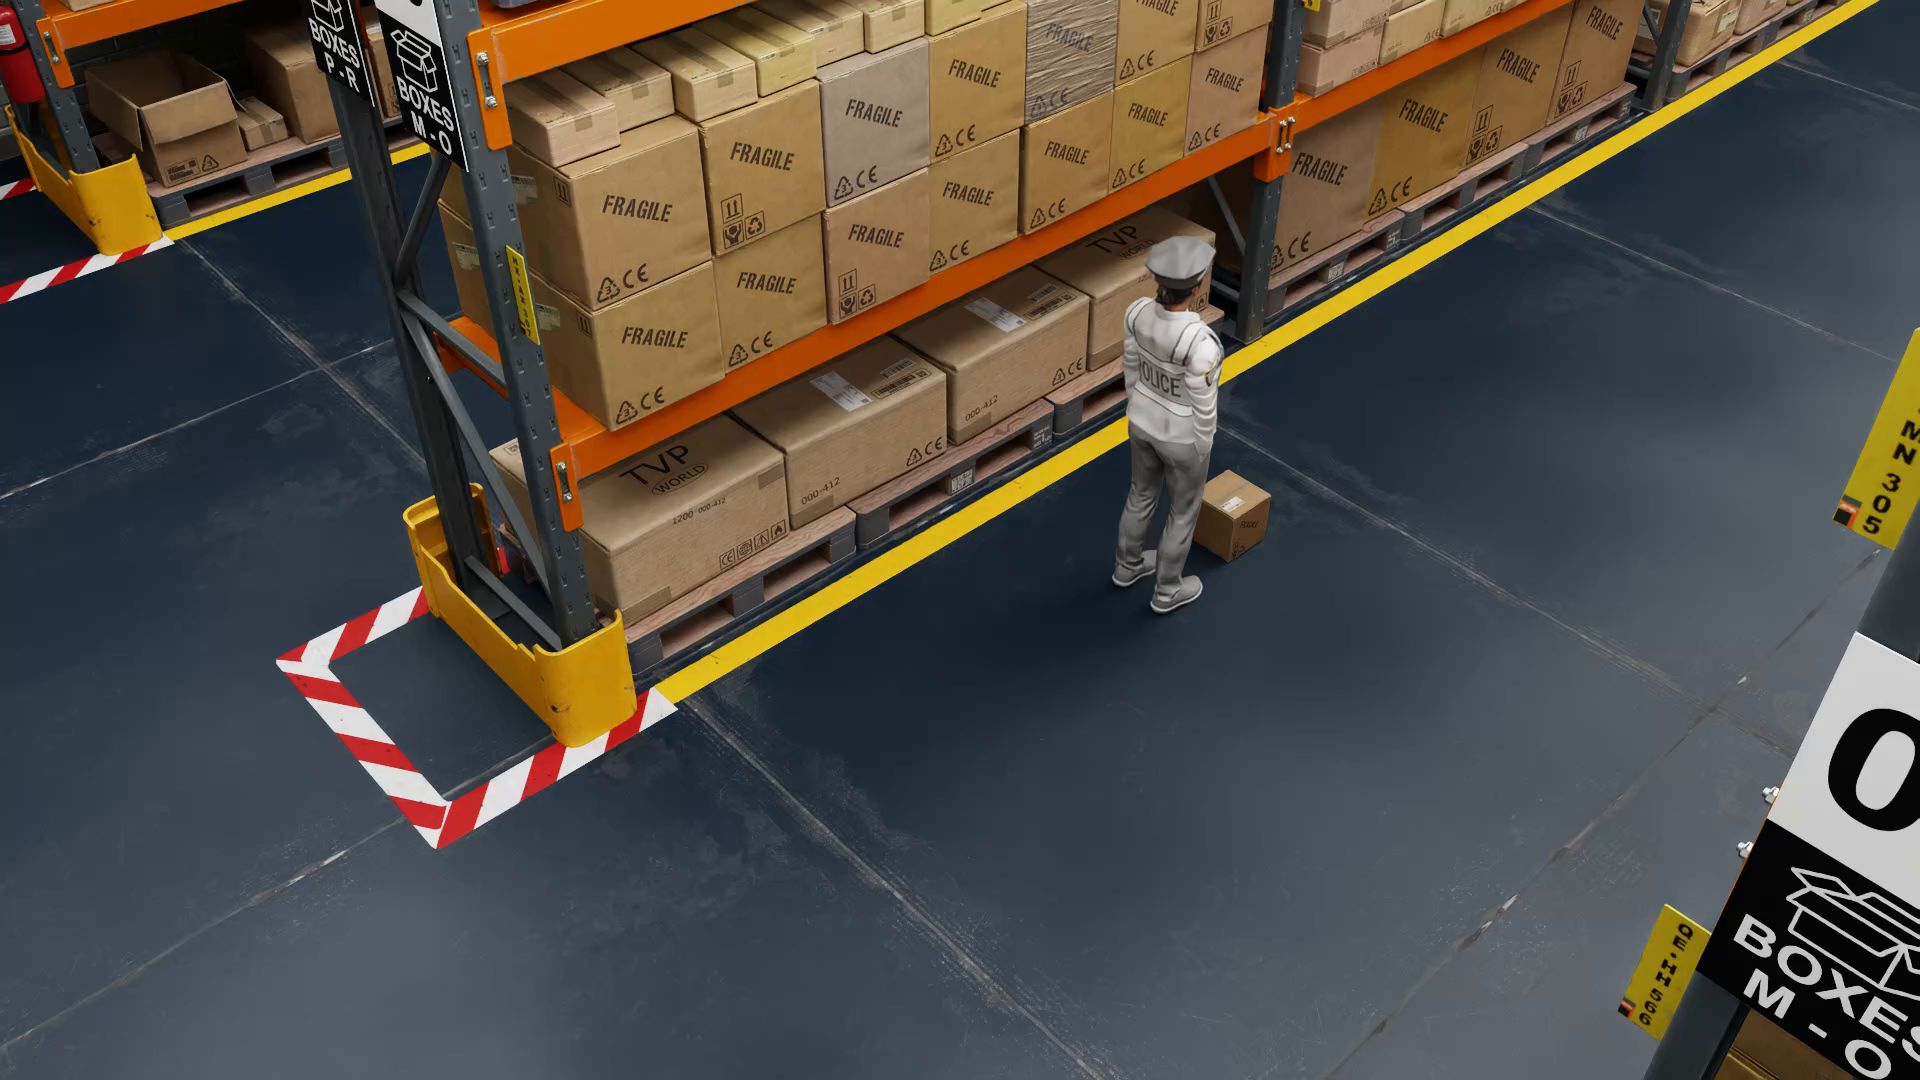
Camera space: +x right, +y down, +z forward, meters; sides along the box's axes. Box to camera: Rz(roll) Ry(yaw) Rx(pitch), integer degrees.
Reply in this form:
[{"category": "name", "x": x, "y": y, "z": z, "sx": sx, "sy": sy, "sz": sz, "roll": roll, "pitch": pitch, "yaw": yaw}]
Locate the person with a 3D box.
[{"category": "person", "x": 0.842, "y": -0.449, "z": 6.694, "sx": 0.329, "sy": 1.663, "sz": 0.467, "roll": -29, "pitch": 48, "yaw": -30}]
